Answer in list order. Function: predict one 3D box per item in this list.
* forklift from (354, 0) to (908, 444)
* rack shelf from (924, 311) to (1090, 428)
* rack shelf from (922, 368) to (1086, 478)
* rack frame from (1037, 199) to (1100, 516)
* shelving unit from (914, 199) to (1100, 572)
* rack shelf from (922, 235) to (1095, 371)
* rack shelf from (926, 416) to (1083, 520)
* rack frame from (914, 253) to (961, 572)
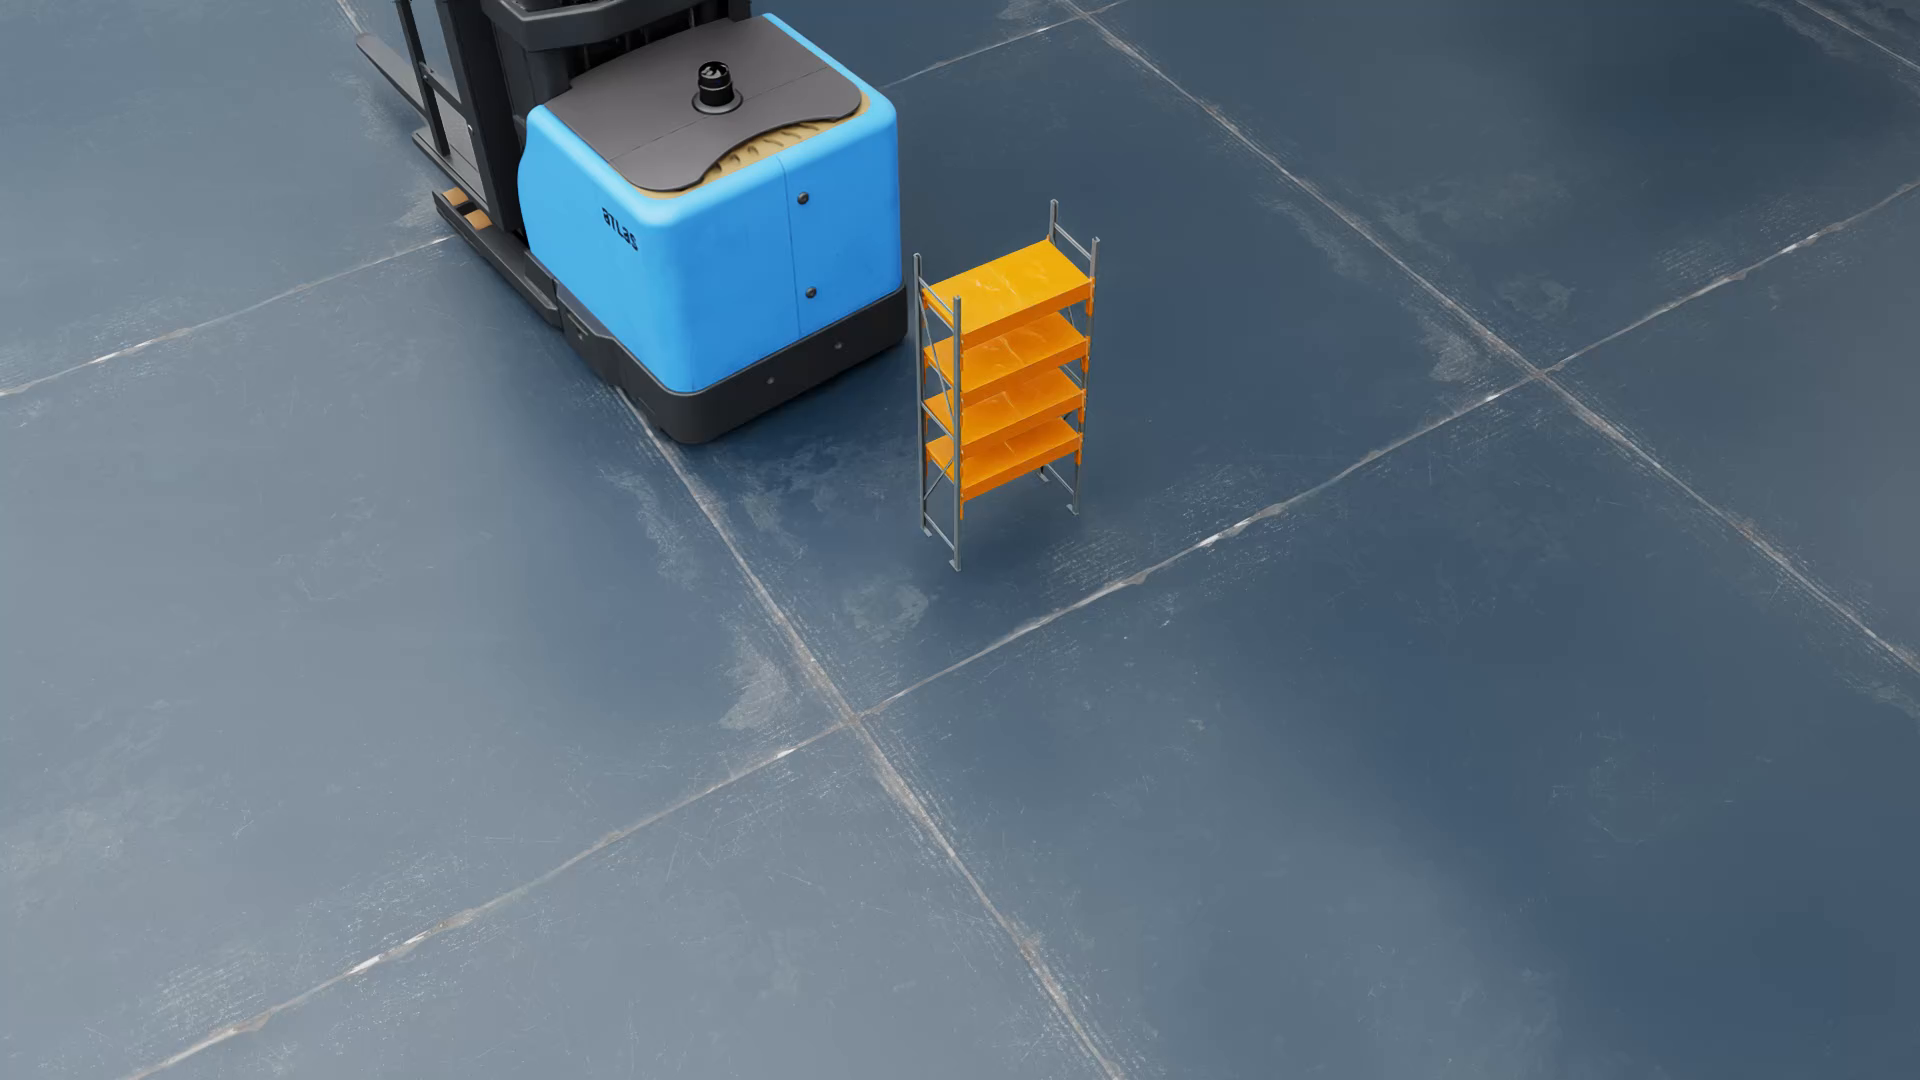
[{"bbox_3d":[-1.513,-2.364,5.892,1.130,2.935,3.031,-31,55,-25],"label":"forklift"},{"bbox_3d":[0.140,-0.569,5.244,0.480,0.148,0.258,-25,53,-21],"label":"rack shelf"},{"bbox_3d":[0.140,-0.420,5.411,0.480,0.148,0.258,-25,53,-21],"label":"rack shelf"},{"bbox_3d":[0.346,-0.562,5.447,0.015,1.200,0.240,-25,53,-21],"label":"rack frame"},{"bbox_3d":[0.140,-0.465,5.361,0.503,1.200,0.258,-25,53,-21],"label":"shelving unit"},{"bbox_3d":[0.140,-0.726,5.067,0.480,0.148,0.258,-25,53,-21],"label":"rack shelf"},{"bbox_3d":[0.140,-0.288,5.559,0.480,0.148,0.258,-25,53,-21],"label":"rack shelf"},{"bbox_3d":[-0.066,-0.368,5.274,0.015,1.200,0.240,-25,53,-21],"label":"rack frame"}]
